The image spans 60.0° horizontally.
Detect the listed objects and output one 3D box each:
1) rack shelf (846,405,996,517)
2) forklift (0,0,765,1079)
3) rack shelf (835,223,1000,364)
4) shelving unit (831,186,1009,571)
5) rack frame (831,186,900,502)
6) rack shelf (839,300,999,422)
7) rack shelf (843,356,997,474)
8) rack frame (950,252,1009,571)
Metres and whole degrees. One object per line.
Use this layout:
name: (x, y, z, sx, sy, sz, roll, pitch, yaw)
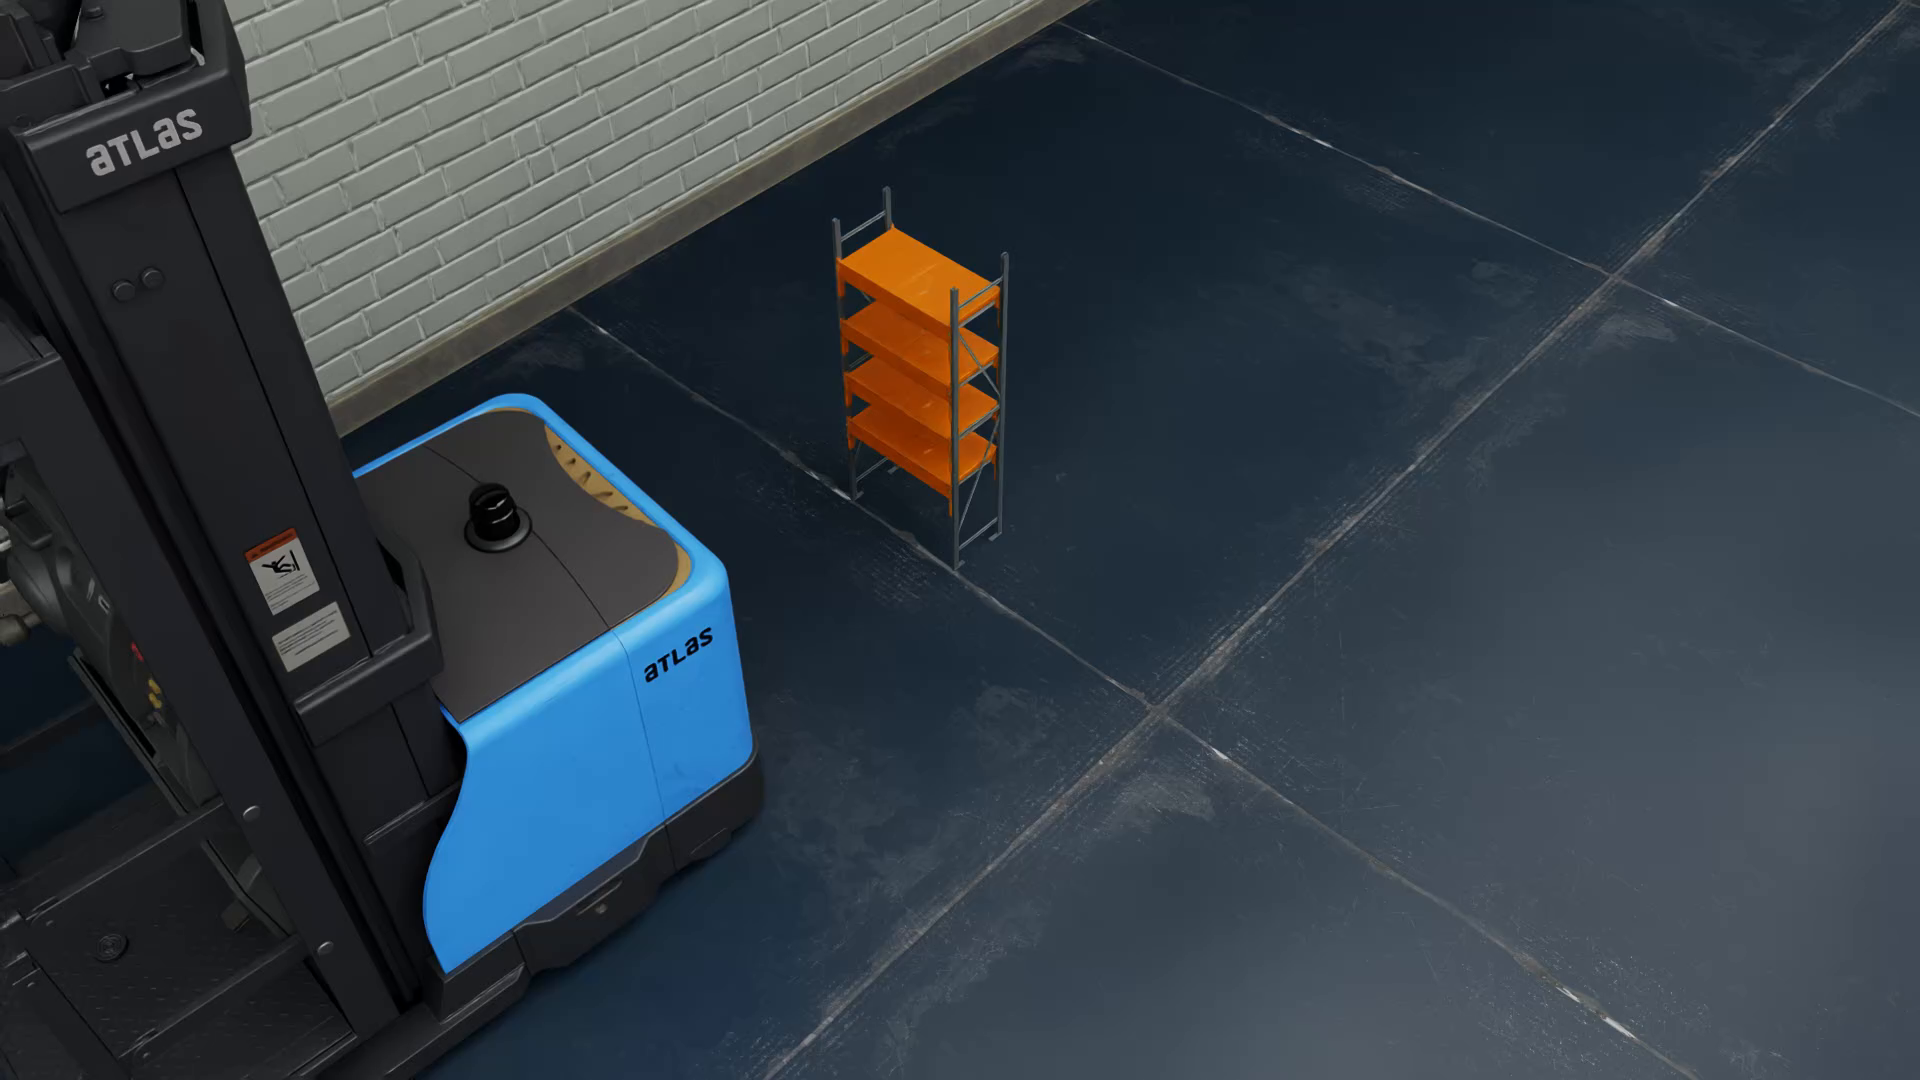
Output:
rack shelf: (-0.122, -0.311, 5.583, 0.480, 0.148, 0.258, 34, 55, 28)
forklift: (-2.002, 0.278, 3.478, 3.031, 2.935, 1.130, -34, 55, -28)
rack shelf: (-0.122, -0.762, 5.103, 0.480, 0.148, 0.258, 34, 55, 28)
shelving unit: (-0.122, -0.493, 5.389, 0.503, 1.200, 0.258, 34, 55, 28)
rack frame: (-0.301, -0.613, 5.503, 0.015, 1.200, 0.240, 34, 55, 28)
rack shelf: (-0.122, -0.600, 5.275, 0.480, 0.148, 0.258, 34, 55, 28)
rack shelf: (-0.122, -0.446, 5.438, 0.480, 0.148, 0.258, 34, 55, 28)
rack frame: (0.058, -0.372, 5.276, 0.015, 1.200, 0.240, 34, 55, 28)
